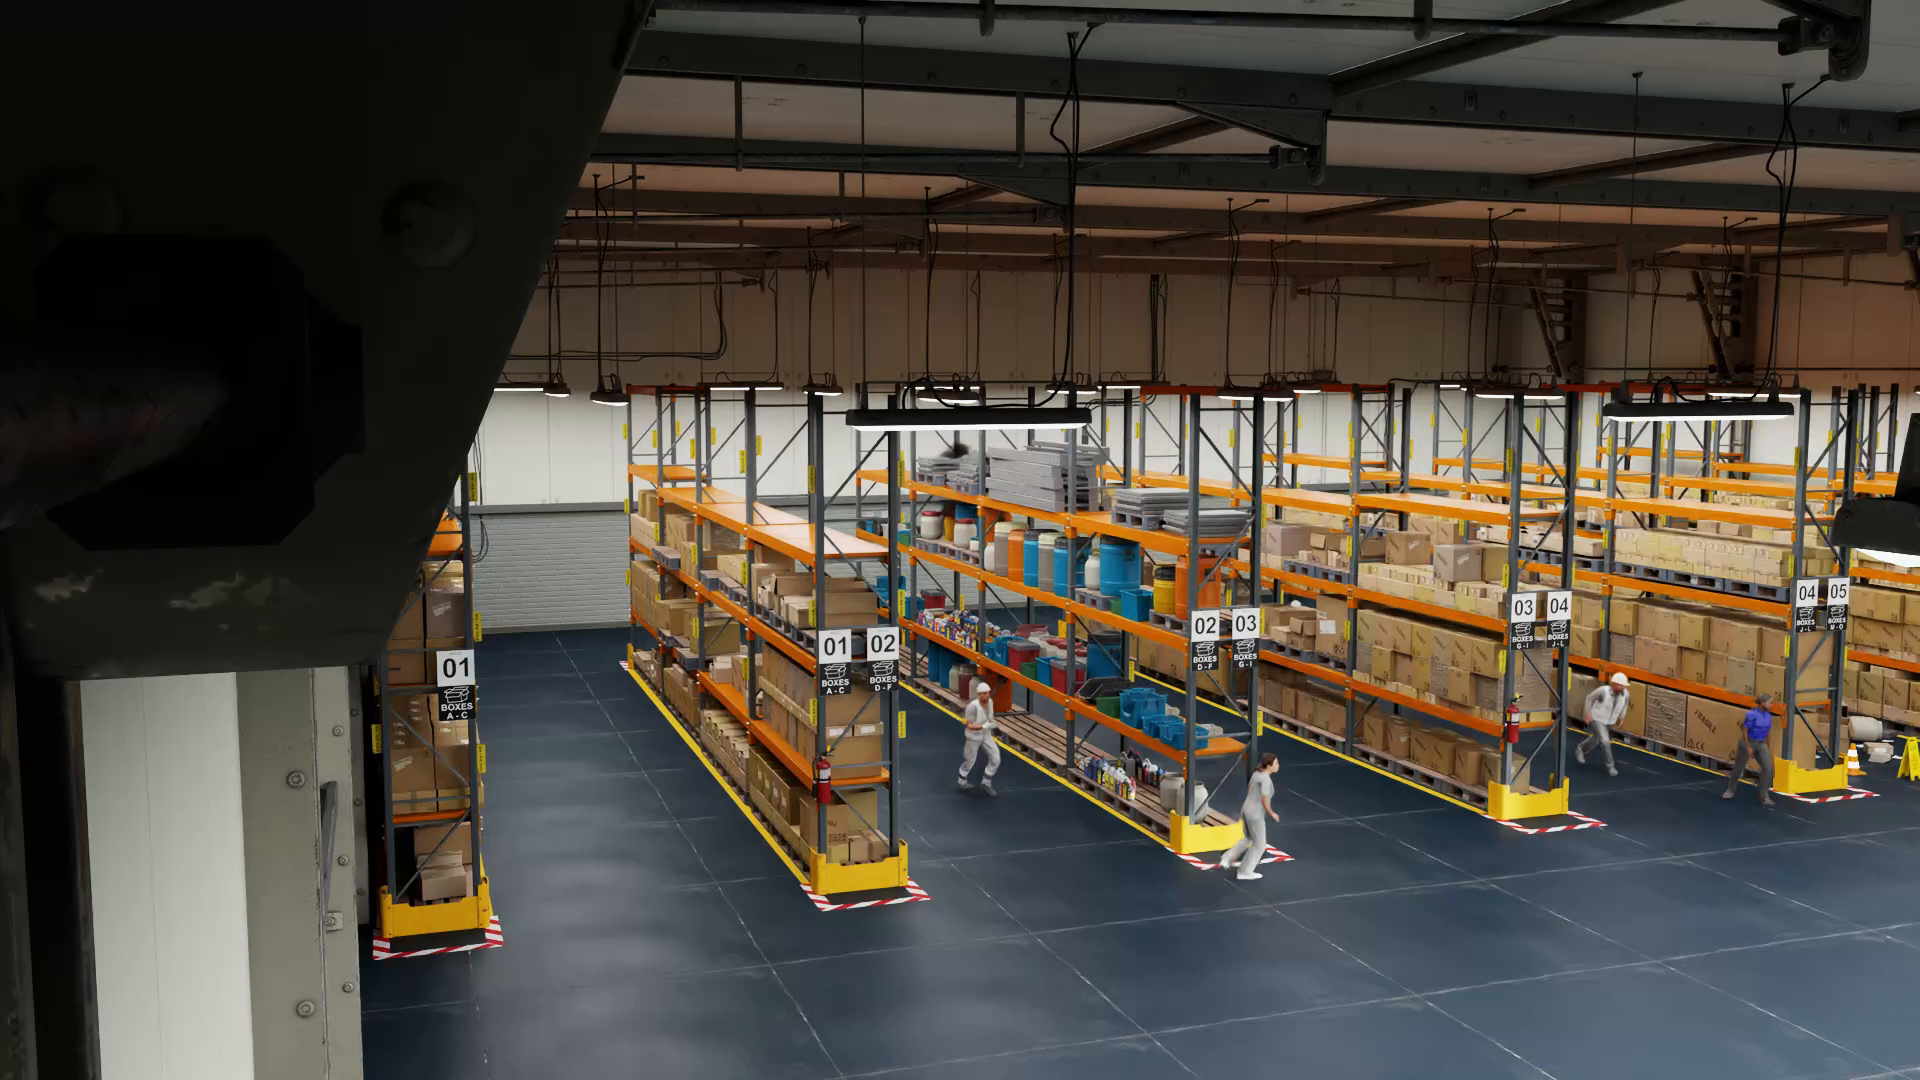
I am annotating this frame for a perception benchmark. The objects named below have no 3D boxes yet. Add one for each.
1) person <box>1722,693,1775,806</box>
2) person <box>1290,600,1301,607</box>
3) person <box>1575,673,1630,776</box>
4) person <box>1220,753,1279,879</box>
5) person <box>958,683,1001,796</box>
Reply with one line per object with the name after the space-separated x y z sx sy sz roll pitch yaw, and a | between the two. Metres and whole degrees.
11.538 3.047 24.290 0.605 1.628 0.601 -1 6 -13 | person
6.597 2.045 33.272 0.797 1.707 0.646 0 6 4 | person
10.078 2.818 26.127 0.667 1.618 1.108 -1 6 -13 | person
3.579 3.414 20.580 0.698 1.595 0.559 -1 6 -9 | person
0.287 2.931 24.574 0.629 1.723 0.946 -4 7 -34 | person
